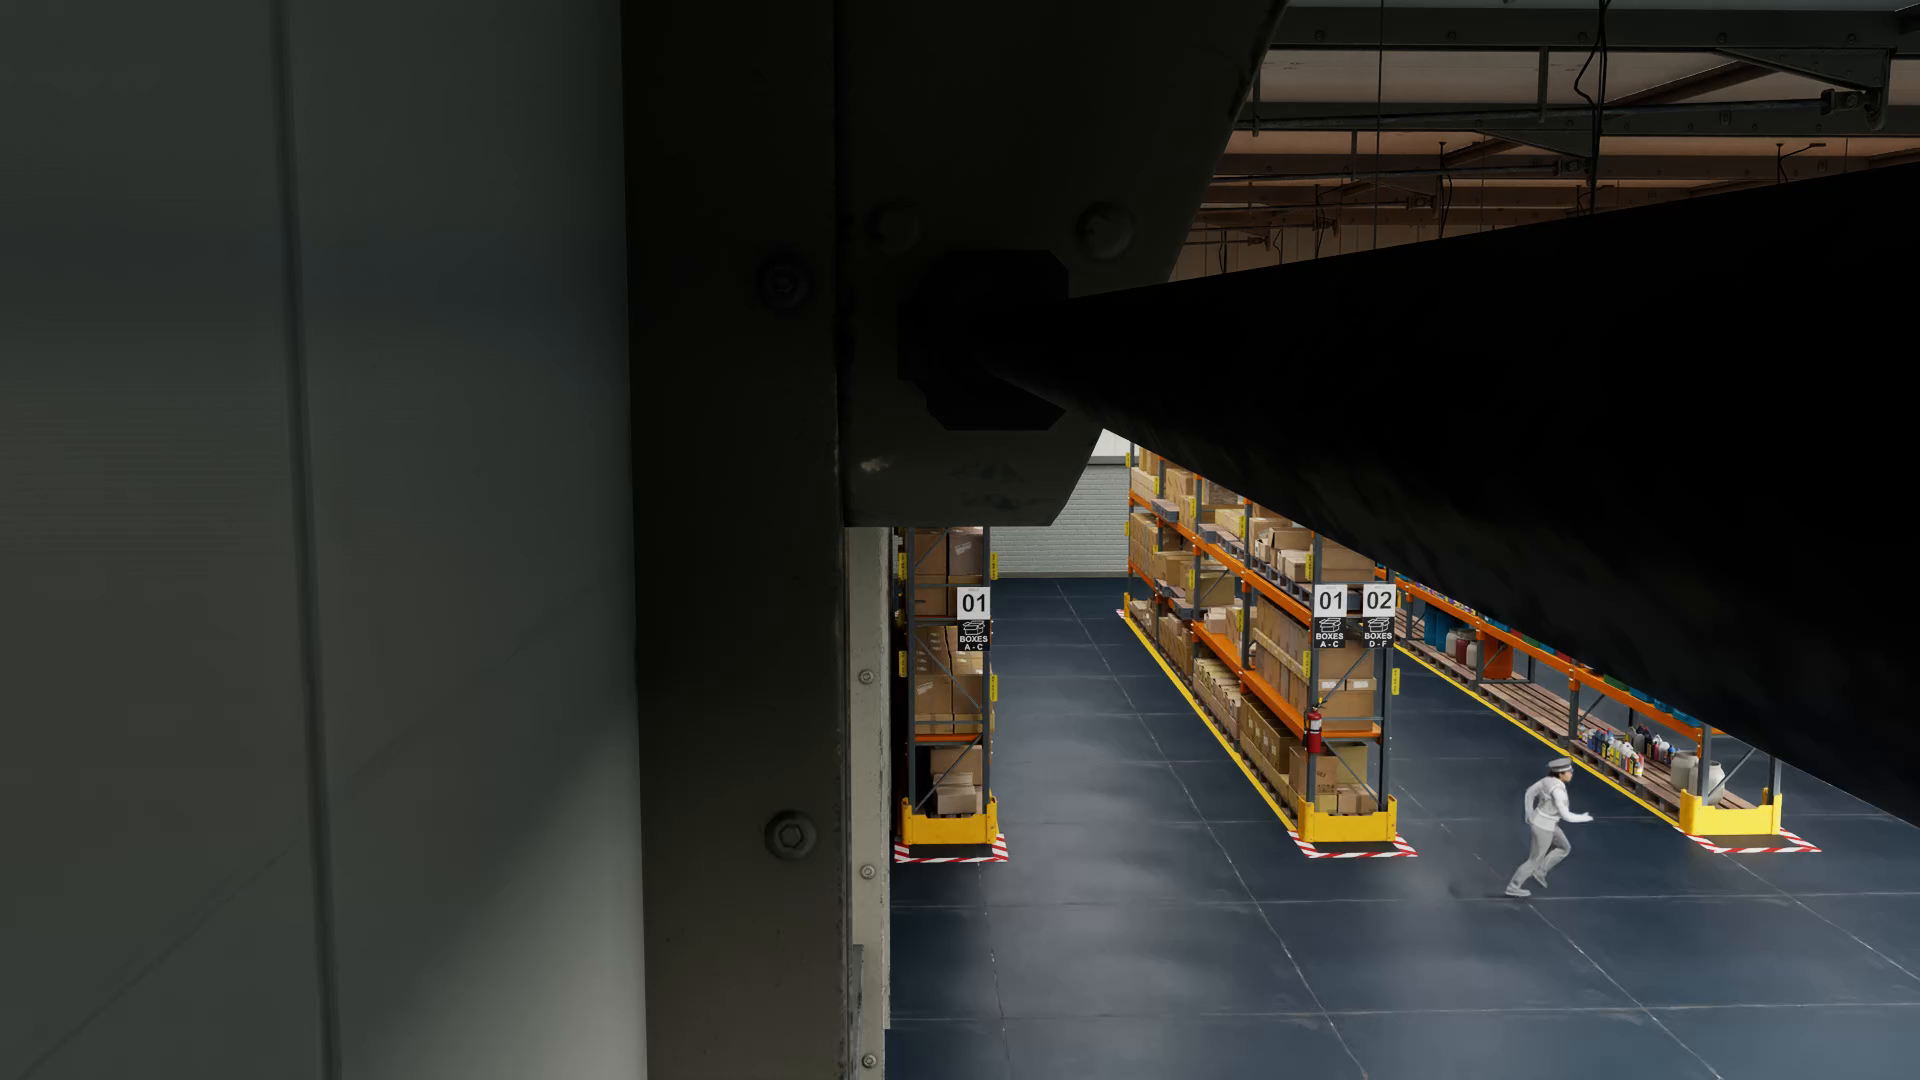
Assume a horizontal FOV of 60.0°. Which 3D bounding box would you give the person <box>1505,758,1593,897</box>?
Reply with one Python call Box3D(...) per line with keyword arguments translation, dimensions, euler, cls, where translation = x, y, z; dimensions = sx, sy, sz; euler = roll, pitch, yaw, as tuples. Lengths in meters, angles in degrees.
Box3D(translation=(6.523, 3.180, 18.398), dimensions=(0.892, 1.595, 0.613), euler=(1, 7, 10), cls="person")
